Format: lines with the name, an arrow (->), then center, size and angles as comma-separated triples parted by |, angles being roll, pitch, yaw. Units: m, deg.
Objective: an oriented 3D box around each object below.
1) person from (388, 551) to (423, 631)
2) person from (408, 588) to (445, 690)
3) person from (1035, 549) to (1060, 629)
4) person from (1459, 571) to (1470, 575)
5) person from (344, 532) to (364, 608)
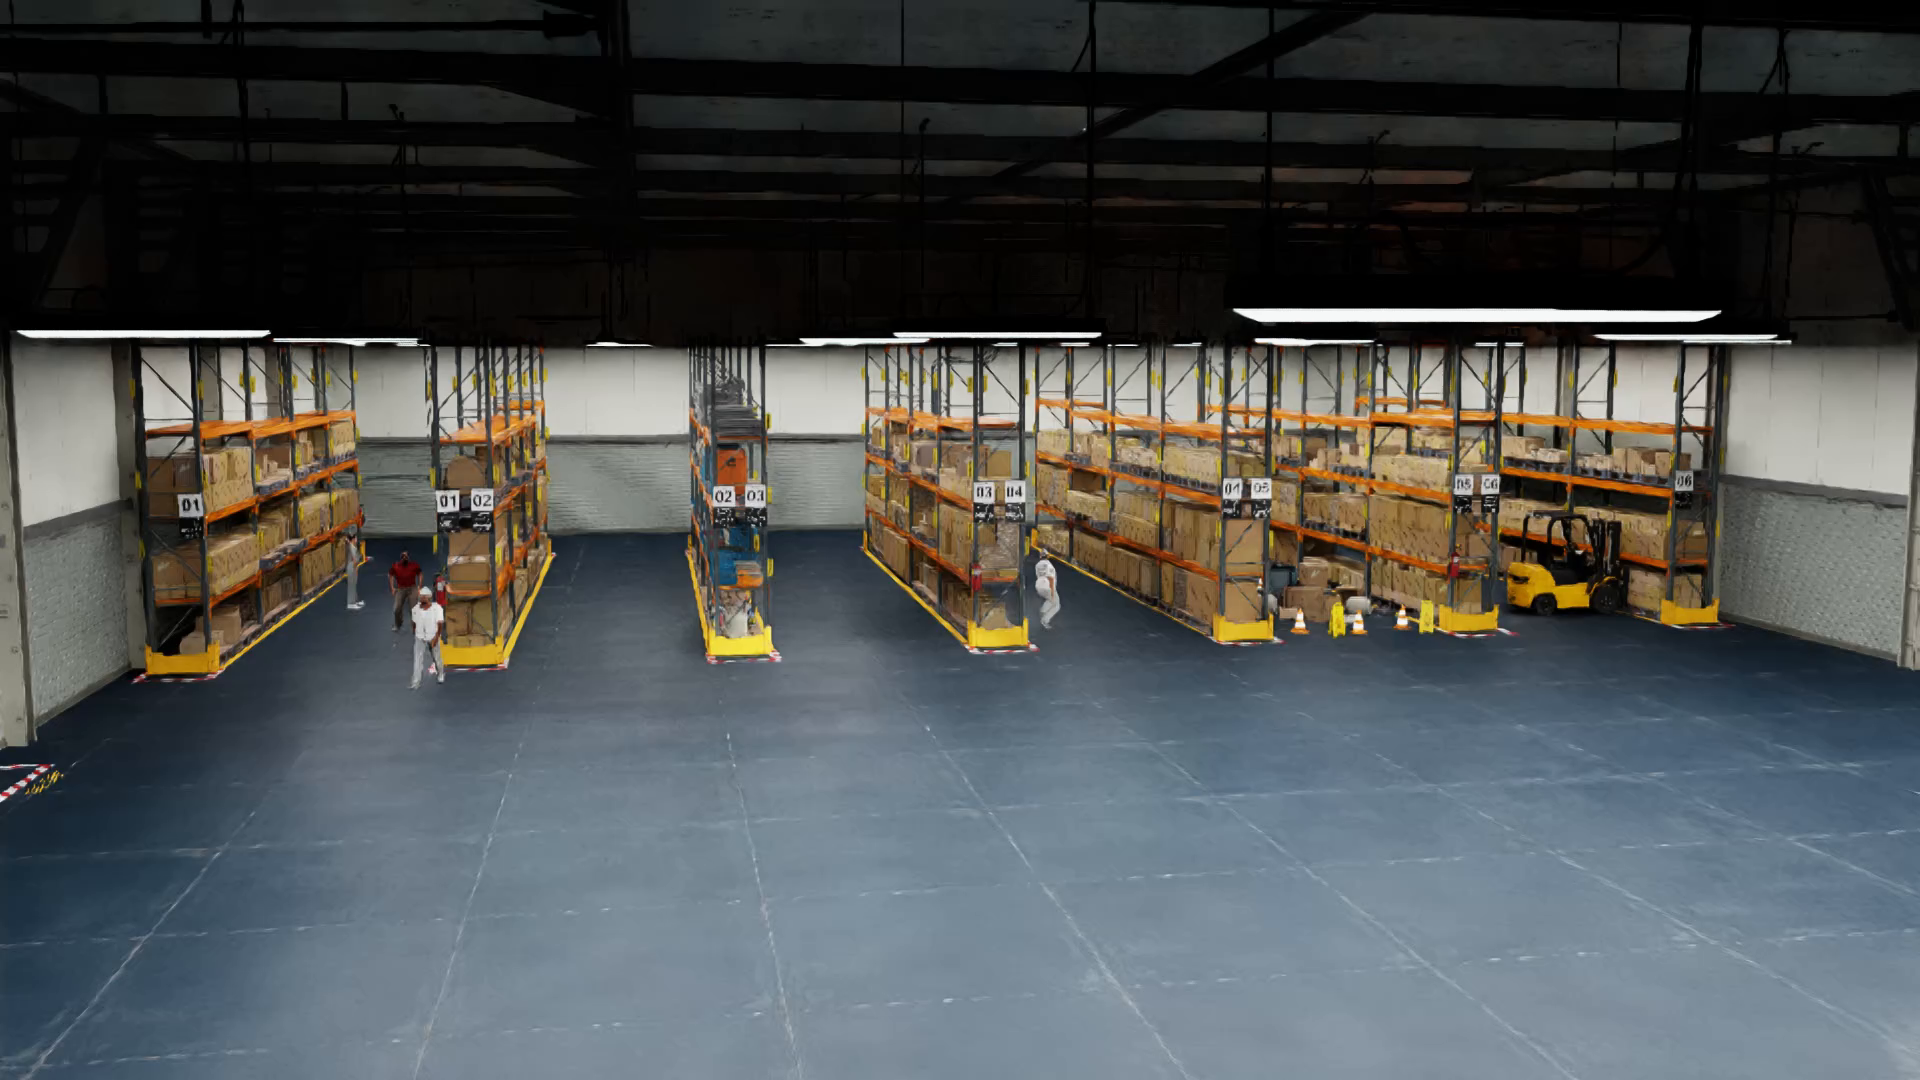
person -> -11.273, 1.028, 33.833 | 0.685, 1.669, 0.550 | -2, 7, -13
person -> -9.028, 1.648, 28.173 | 0.562, 1.712, 1.048 | 0, 7, -1
person -> 1.803, 0.987, 33.969 | 0.597, 1.612, 0.529 | -6, 9, -40
person -> 12.077, 0.218, 40.228 | 0.563, 1.784, 0.635 | 2, 7, 19
person -> -13.427, 0.657, 36.860 | 0.446, 1.676, 0.545 | -5, 8, -37
